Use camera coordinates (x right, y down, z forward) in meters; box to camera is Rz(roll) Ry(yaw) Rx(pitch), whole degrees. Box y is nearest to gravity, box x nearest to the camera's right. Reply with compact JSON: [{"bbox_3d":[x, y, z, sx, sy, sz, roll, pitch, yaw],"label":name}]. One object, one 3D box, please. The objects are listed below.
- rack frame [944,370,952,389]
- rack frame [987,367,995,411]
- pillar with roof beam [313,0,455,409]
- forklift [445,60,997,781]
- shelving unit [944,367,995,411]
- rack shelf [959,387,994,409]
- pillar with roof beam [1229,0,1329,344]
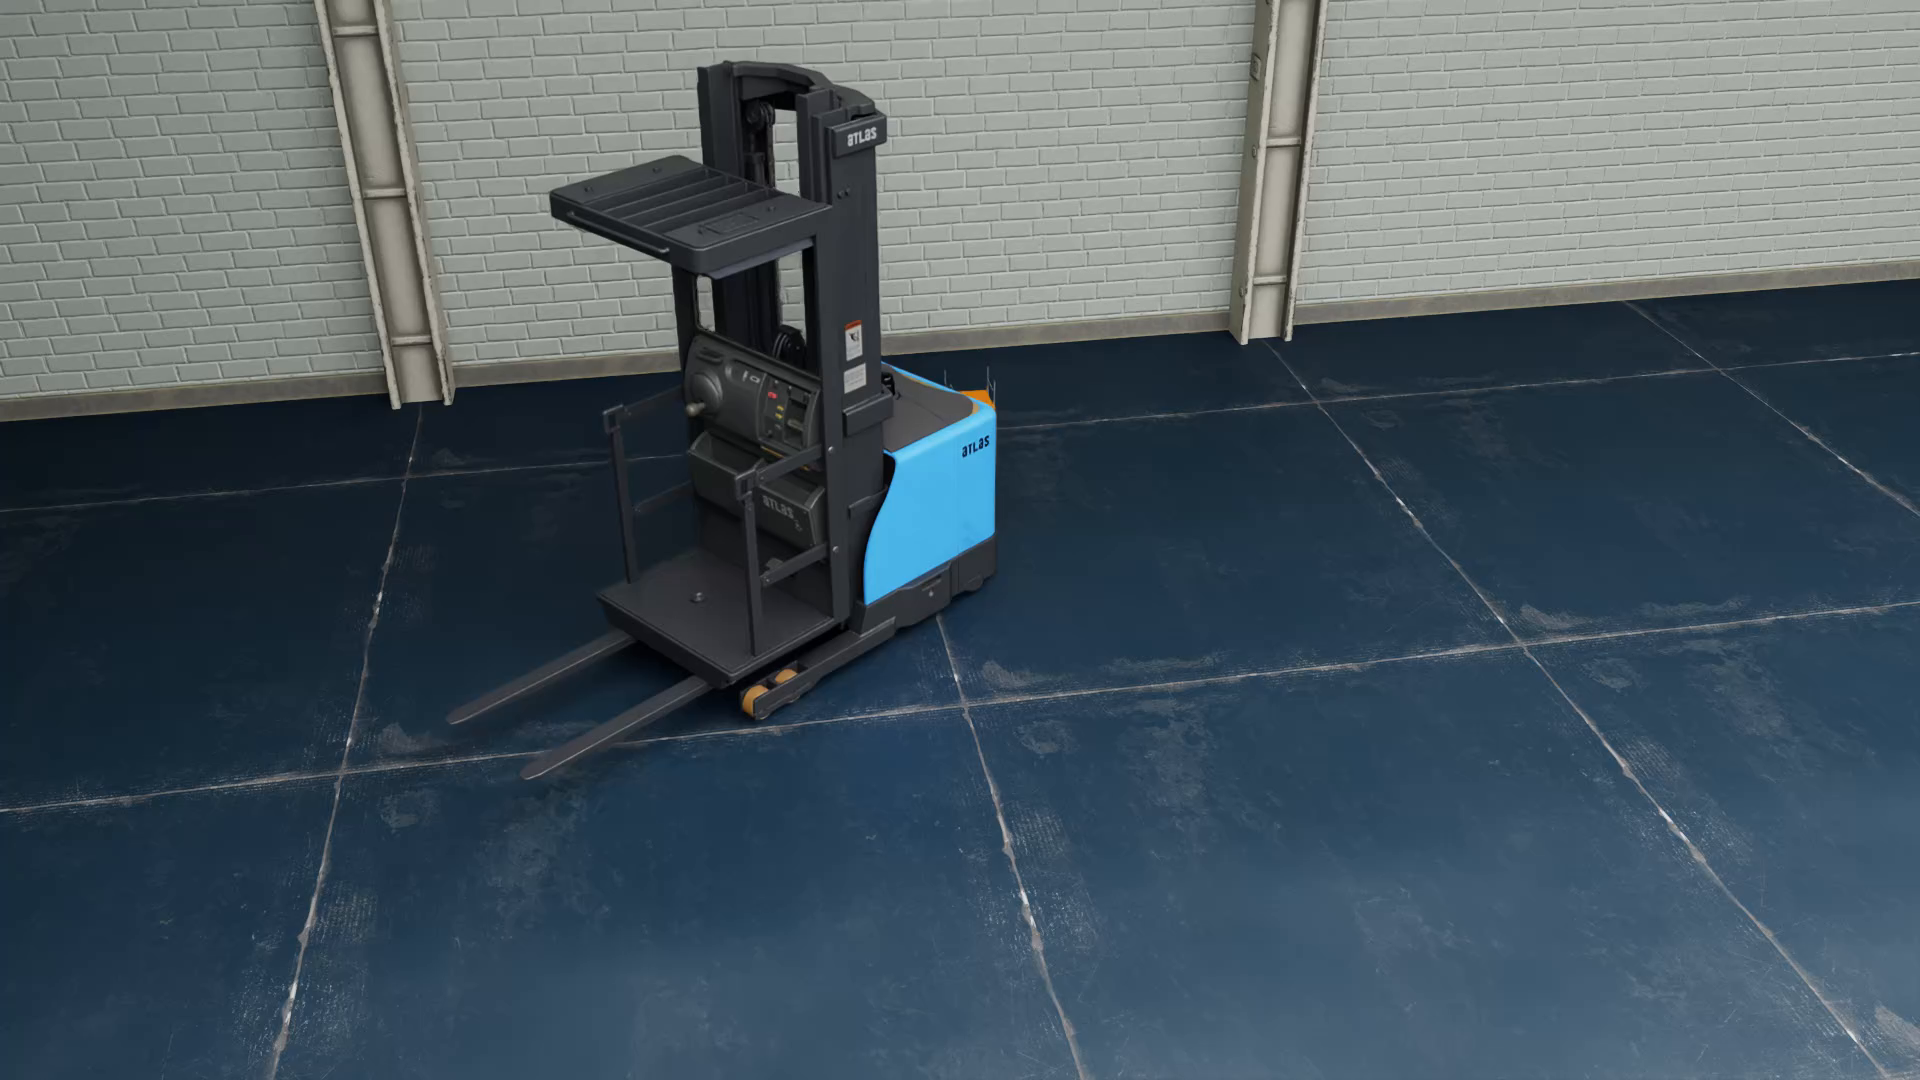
[{"bbox_3d":[-0.067,-0.446,9.473,0.008,1.050,0.200,-5,31,-9],"label":"rack frame"},{"bbox_3d":[0.173,-0.469,9.511,0.008,1.050,0.200,-5,31,-9],"label":"rack frame"},{"bbox_3d":[-2.904,-2.713,5.486,0.400,9.000,9.100,-5,31,-9],"label":"pillar with roof beam"},{"bbox_3d":[-1.165,-0.667,7.993,1.130,2.935,3.031,25,39,36],"label":"forklift"},{"bbox_3d":[0.053,-0.457,9.492,0.252,1.050,0.215,-5,31,-9],"label":"shelving unit"},{"bbox_3d":[0.053,-0.693,9.354,0.240,0.259,0.215,-5,31,-9],"label":"rack shelf"},{"bbox_3d":[2.998,-3.261,6.418,0.400,9.000,9.100,-5,31,-9],"label":"pillar with roof beam"}]
